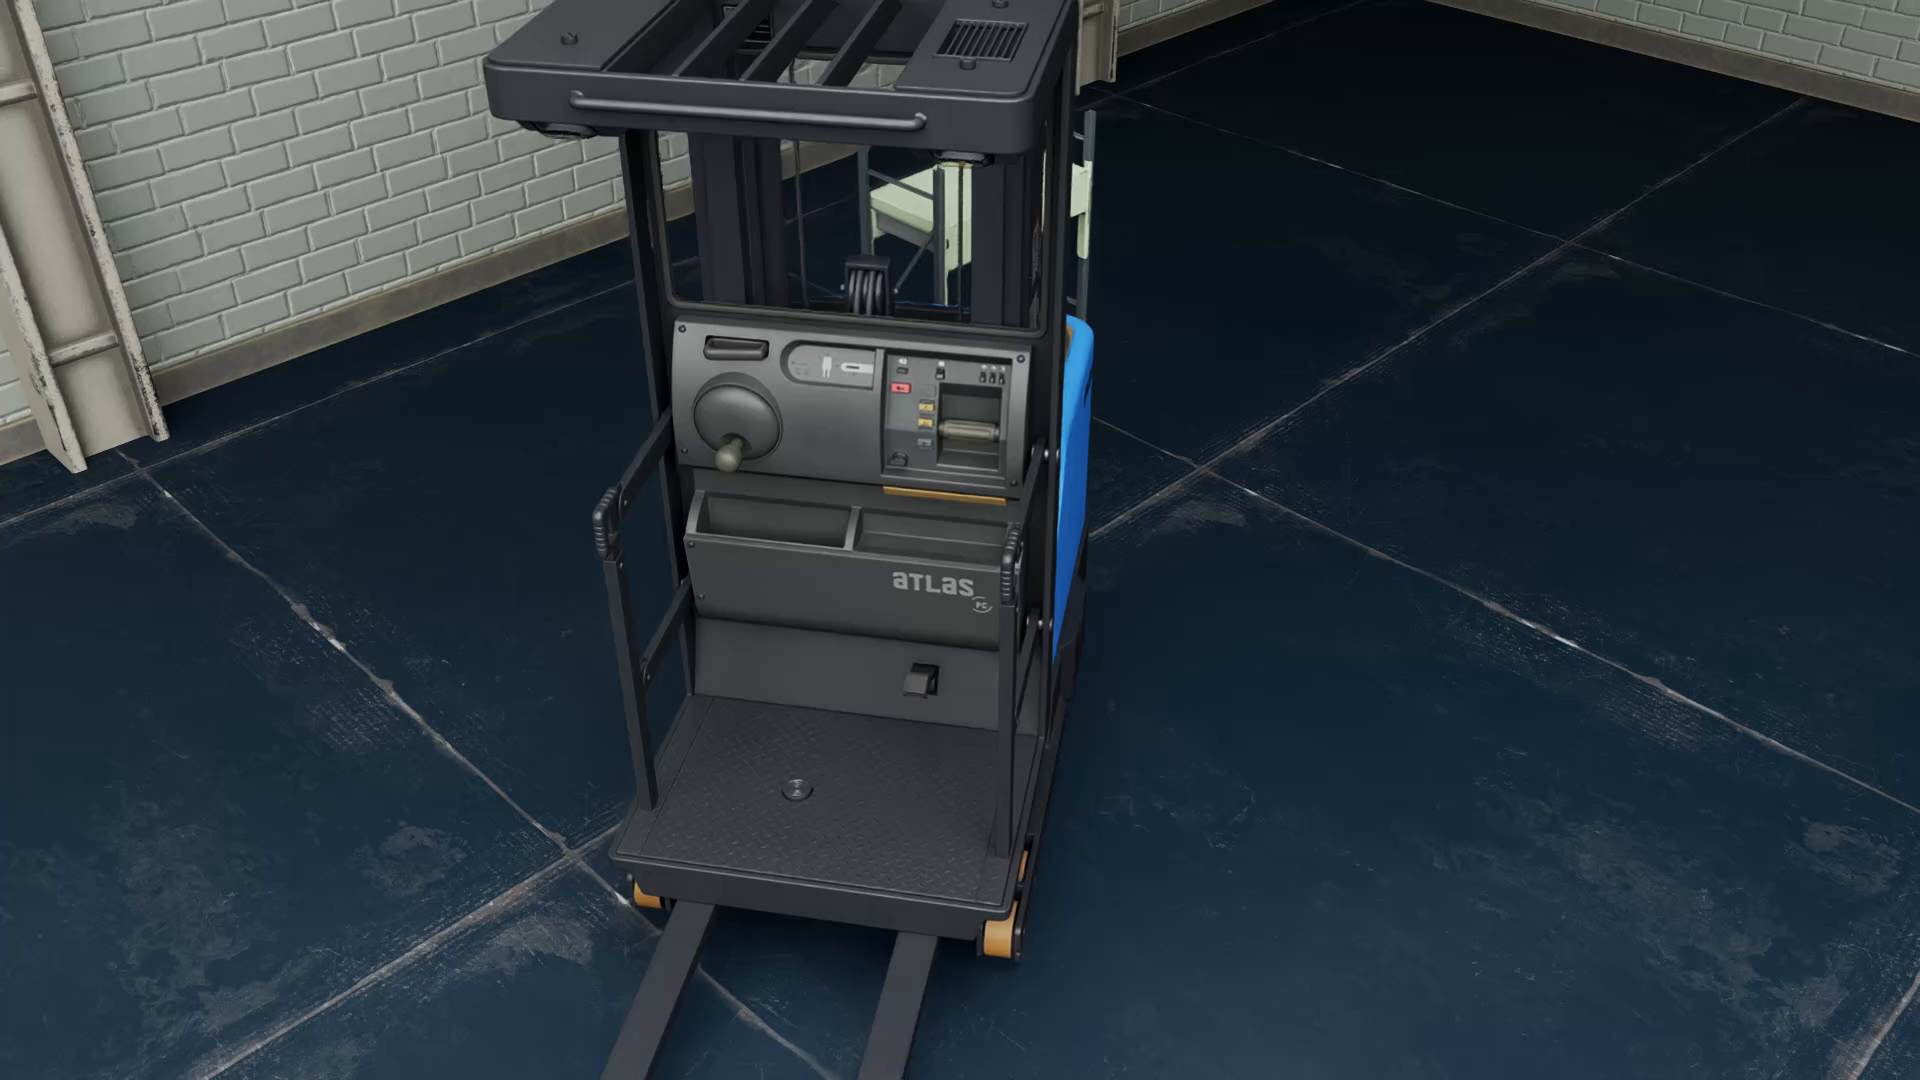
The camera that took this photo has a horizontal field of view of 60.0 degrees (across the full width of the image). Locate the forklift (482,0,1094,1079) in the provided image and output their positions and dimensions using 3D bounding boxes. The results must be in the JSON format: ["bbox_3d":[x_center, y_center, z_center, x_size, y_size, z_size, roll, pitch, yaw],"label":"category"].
[{"bbox_3d":[-0.322,-0.278,4.087,1.130,2.935,3.031,6,35,9],"label":"forklift"}]

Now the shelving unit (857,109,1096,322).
[{"bbox_3d":[0.064,-0.796,6.081,0.755,1.500,0.431,-30,45,-35],"label":"shelving unit"}]

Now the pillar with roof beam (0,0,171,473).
[{"bbox_3d":[-0.447,-2.362,1.770,9.100,9.000,0.400,30,45,35],"label":"pillar with roof beam"}]

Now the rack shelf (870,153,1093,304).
[{"bbox_3d":[0.064,-1.116,5.857,0.720,0.370,0.431,-30,45,-35],"label":"rack shelf"}]

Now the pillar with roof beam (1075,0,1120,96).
[{"bbox_3d":[3.780,-4.798,5.263,9.100,9.000,0.400,30,45,35],"label":"pillar with roof beam"}]

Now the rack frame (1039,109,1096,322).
[{"bbox_3d":[0.324,-0.944,6.292,0.023,1.500,0.400,-30,45,-35],"label":"rack frame"}]

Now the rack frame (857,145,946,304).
[{"bbox_3d":[-0.195,-0.649,5.869,0.023,1.500,0.400,-30,45,-35],"label":"rack frame"}]
